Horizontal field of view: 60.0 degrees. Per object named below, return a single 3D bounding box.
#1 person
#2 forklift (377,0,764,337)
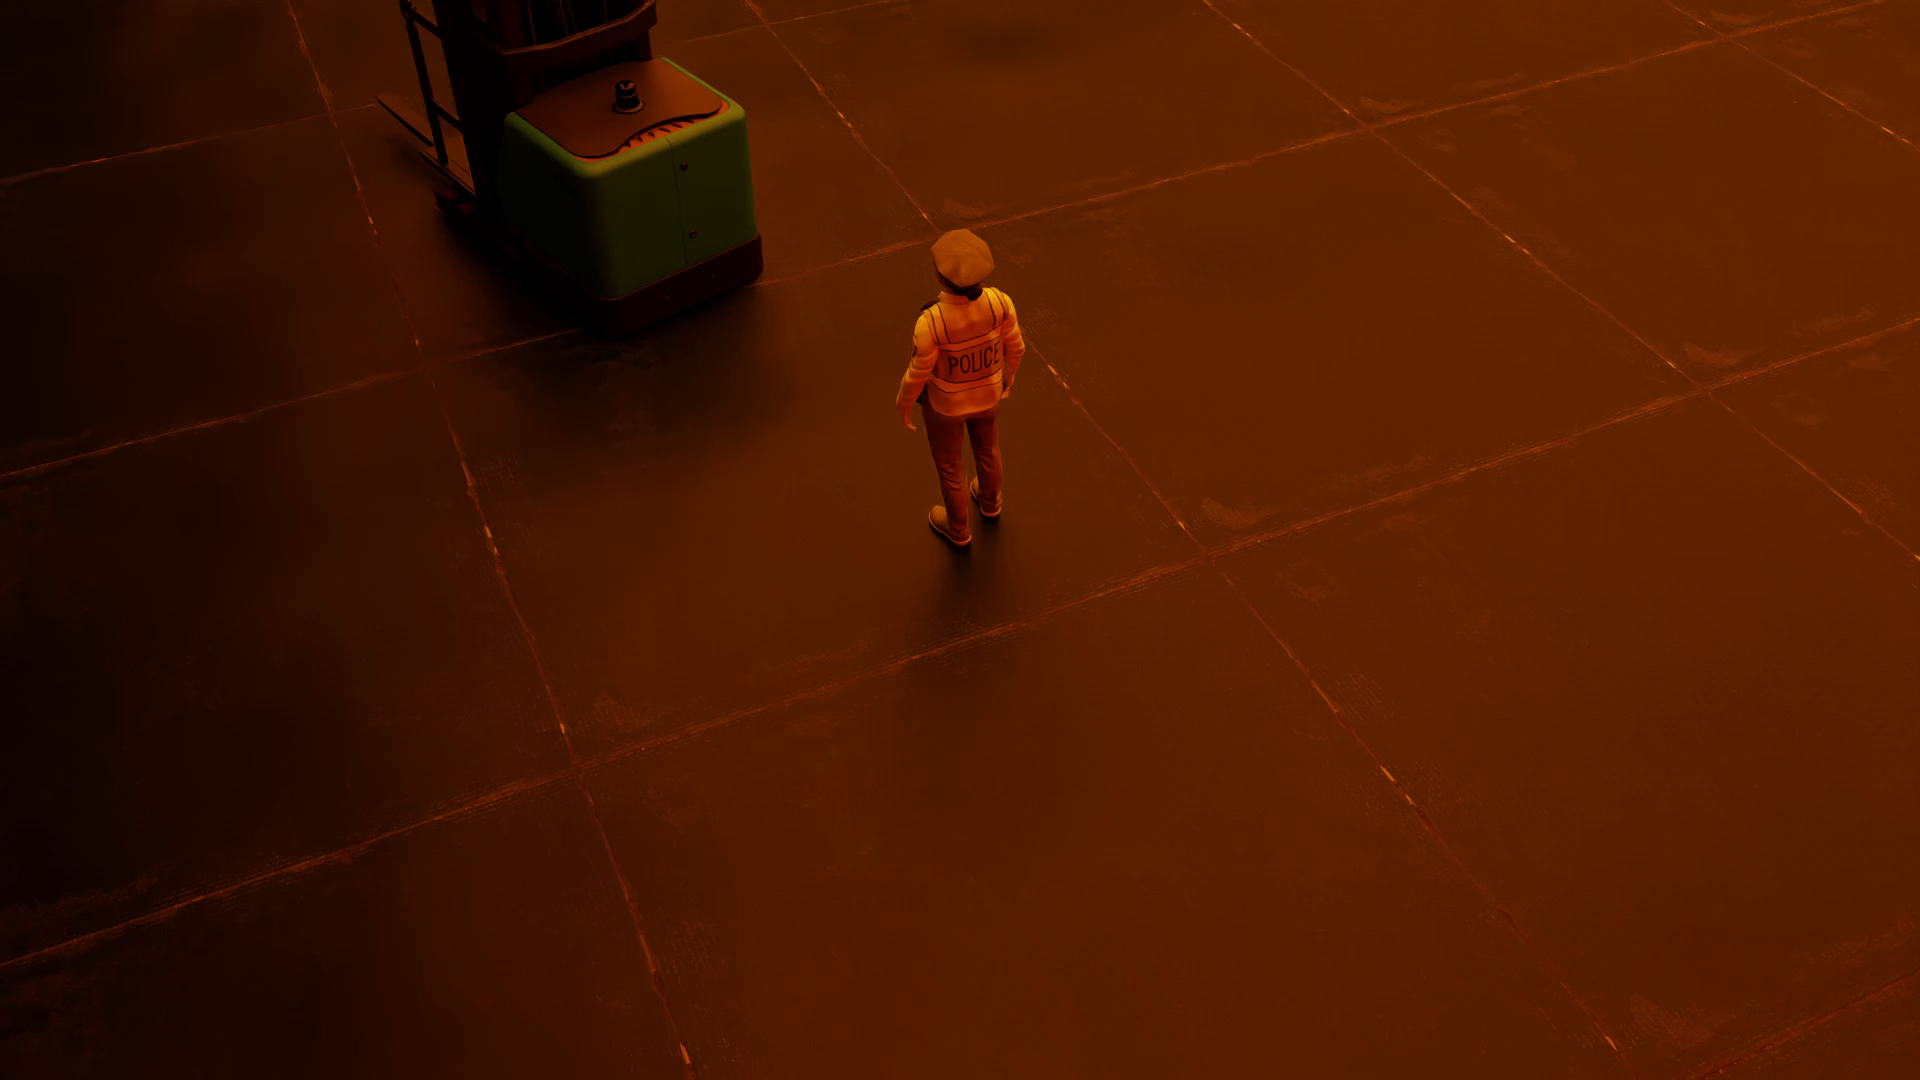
[{"bbox_3d":[-0.022,-0.668,7.292,0.588,1.696,0.533,-18,46,-18],"label":"person"},{"bbox_3d":[-2.448,-3.087,8.988,1.130,2.935,3.031,-31,51,-29],"label":"forklift"}]
